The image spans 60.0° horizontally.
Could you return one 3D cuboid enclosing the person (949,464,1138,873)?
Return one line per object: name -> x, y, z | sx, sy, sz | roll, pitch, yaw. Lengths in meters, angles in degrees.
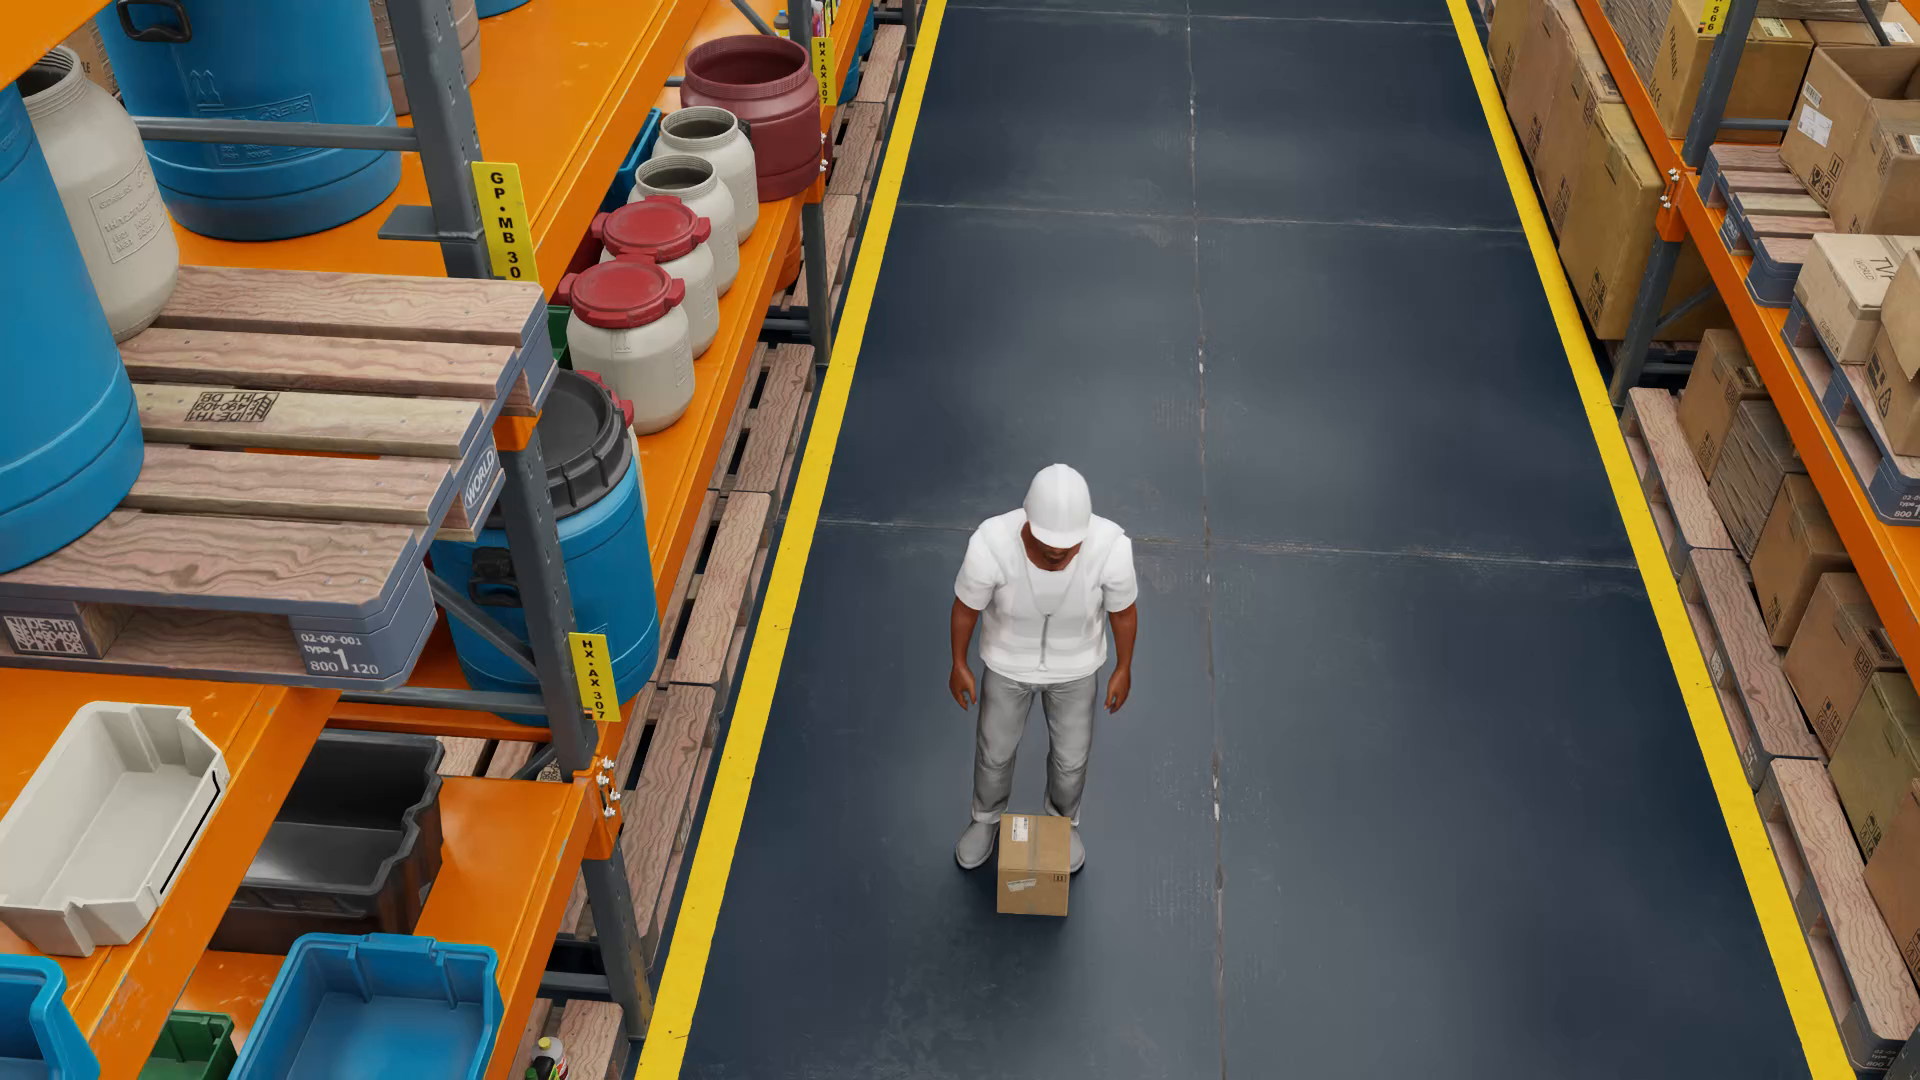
person -> 0.276, 0.435, 5.622 | 0.628, 1.759, 0.462 | 1, 40, 2
